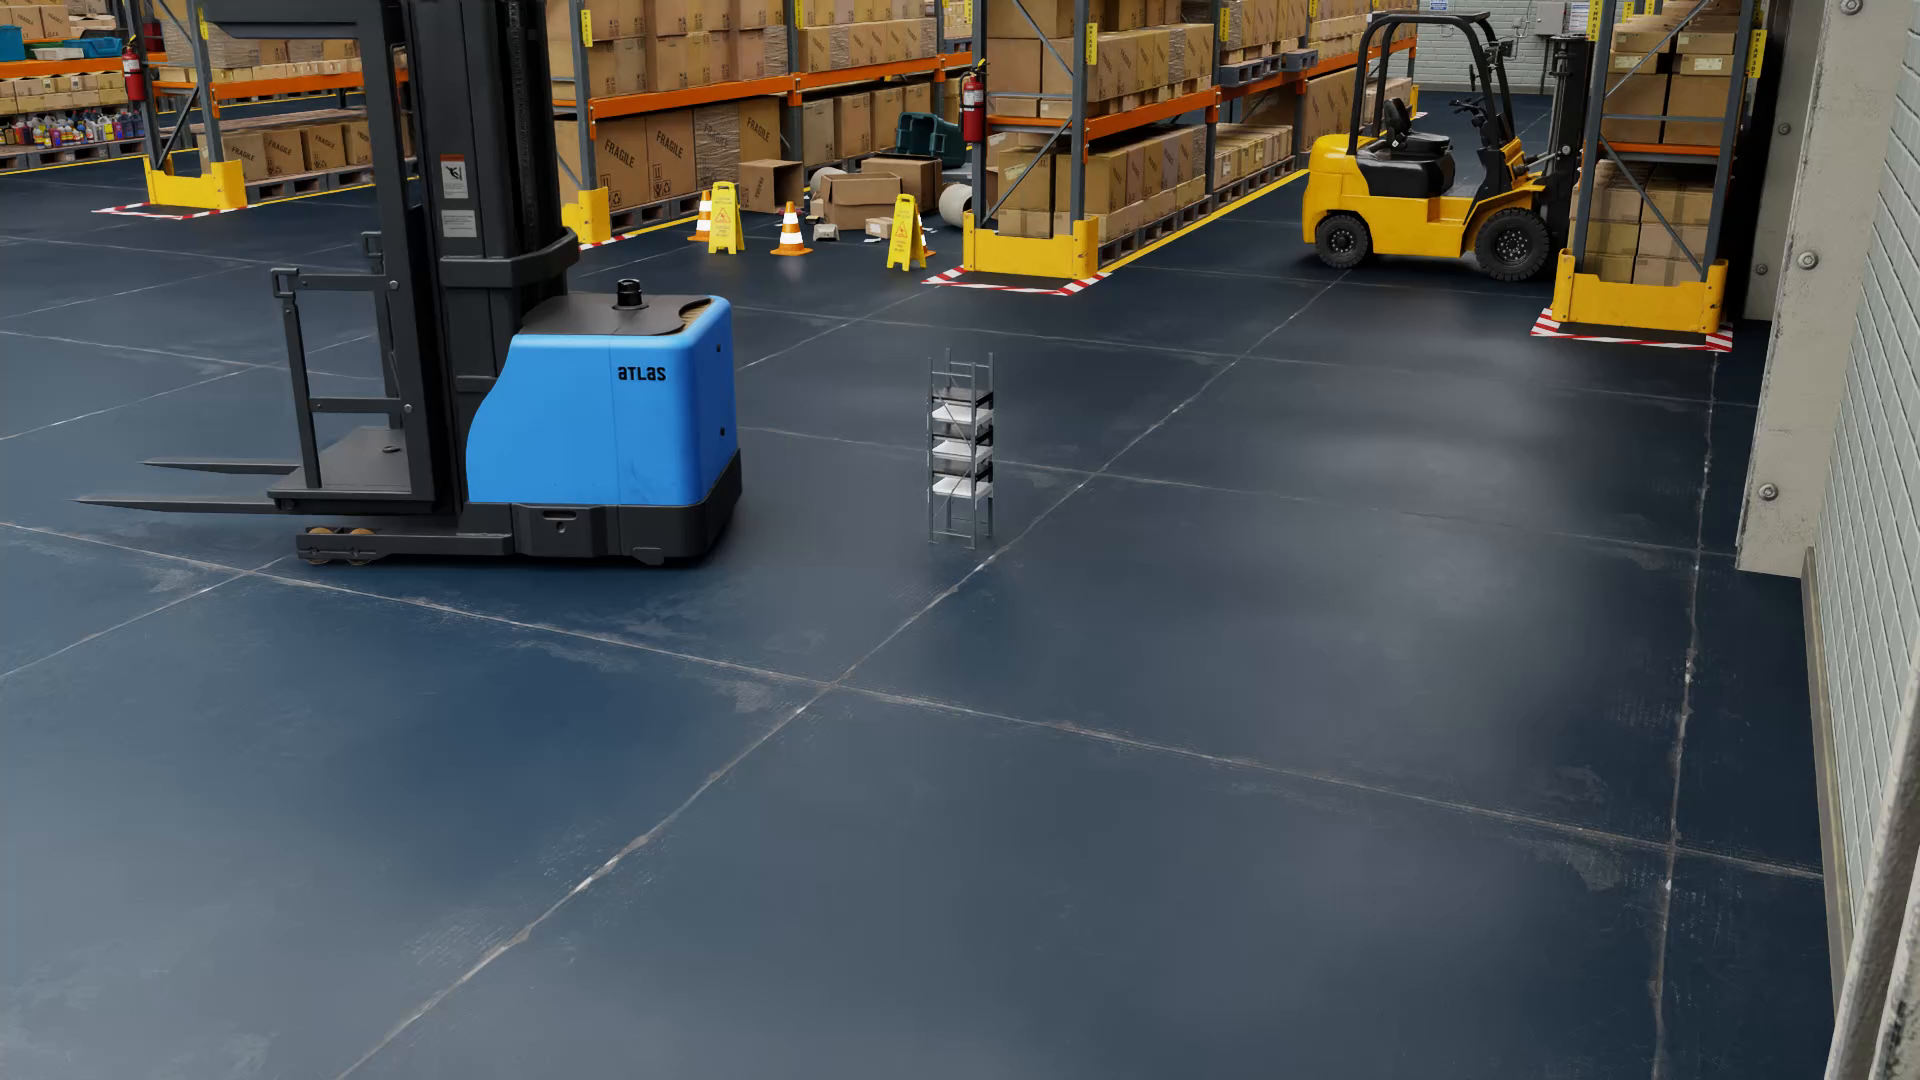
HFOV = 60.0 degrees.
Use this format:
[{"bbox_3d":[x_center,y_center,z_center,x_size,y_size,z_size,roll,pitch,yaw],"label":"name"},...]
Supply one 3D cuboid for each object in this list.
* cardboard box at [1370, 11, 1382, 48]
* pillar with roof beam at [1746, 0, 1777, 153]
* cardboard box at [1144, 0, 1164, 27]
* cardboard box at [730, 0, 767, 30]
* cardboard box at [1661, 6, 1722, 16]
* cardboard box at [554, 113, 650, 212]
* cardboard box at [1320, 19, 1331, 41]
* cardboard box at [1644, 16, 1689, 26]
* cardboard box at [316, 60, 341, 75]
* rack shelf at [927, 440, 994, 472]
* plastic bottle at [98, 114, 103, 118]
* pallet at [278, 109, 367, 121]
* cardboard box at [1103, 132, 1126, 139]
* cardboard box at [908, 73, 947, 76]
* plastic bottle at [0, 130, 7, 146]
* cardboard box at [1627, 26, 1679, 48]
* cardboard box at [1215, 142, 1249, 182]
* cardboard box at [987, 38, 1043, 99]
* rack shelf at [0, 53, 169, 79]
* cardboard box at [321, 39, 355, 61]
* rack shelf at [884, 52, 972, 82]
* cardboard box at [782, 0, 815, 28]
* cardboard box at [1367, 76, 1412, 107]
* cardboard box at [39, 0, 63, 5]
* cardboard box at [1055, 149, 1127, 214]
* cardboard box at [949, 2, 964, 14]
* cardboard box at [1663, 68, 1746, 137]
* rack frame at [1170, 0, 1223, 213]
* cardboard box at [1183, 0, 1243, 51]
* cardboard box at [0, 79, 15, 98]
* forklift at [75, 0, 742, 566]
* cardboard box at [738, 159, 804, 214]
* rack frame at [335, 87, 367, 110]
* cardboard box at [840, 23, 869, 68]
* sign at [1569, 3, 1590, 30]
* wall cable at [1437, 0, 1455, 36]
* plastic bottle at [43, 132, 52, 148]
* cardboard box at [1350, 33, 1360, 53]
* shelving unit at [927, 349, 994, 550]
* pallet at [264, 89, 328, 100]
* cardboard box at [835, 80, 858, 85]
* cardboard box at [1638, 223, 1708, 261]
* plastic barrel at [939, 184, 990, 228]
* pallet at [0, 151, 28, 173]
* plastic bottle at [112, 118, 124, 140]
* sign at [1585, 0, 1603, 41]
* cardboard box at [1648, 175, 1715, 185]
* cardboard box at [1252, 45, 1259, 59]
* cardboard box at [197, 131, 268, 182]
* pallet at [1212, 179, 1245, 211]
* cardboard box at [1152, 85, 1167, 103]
[{"bbox_3d":[5.926,-7.567,24.622,0.500,0.500,0.500,9,22,24],"label":"cardboard box"},{"bbox_3d":[7.205,-10.239,23.331,9.100,9.000,0.400,9,21,23],"label":"pillar with roof beam"},{"bbox_3d":[1.612,-5.368,16.500,0.700,0.500,0.500,9,21,23],"label":"cardboard box"},{"bbox_3d":[-2.640,-5.903,18.255,0.875,0.550,0.550,9,21,23],"label":"cardboard box"},{"bbox_3d":[8.887,-6.281,20.373,0.797,0.503,0.637,8,21,21],"label":"cardboard box"},{"bbox_3d":[-3.758,-3.806,16.738,0.875,0.875,0.875,9,21,23],"label":"cardboard box"},{"bbox_3d":[4.503,-6.634,21.623,0.500,0.250,0.500,9,22,24],"label":"cardboard box"},{"bbox_3d":[6.340,-4.629,14.946,0.380,0.149,0.250,9,21,24],"label":"cardboard box"},{"bbox_3d":[-7.423,-5.486,19.292,0.380,0.149,0.250,9,21,23],"label":"cardboard box"},{"bbox_3d":[0.003,-0.395,7.836,0.258,0.077,0.200,9,21,23],"label":"rack shelf"},{"bbox_3d":[-11.978,-5.791,23.183,0.152,0.276,0.135,9,22,25],"label":"plastic bottle"},{"bbox_3d":[-10.055,-6.684,26.449,1.003,0.211,1.213,9,21,23],"label":"pallet"},{"bbox_3d":[1.309,-3.756,16.411,0.500,0.500,0.500,10,22,26],"label":"cardboard box"},{"bbox_3d":[-0.462,-6.613,24.071,0.500,0.250,0.500,9,21,23],"label":"cardboard box"},{"bbox_3d":[-12.626,-5.294,21.899,0.097,0.201,0.097,0,20,0],"label":"plastic bottle"},{"bbox_3d":[5.391,-3.925,12.968,0.380,0.149,0.250,9,21,23],"label":"cardboard box"},{"bbox_3d":[2.723,-4.308,18.900,0.950,0.372,0.625,10,22,26],"label":"cardboard box"},{"bbox_3d":[0.552,-4.135,14.527,0.500,0.500,0.500,8,21,22],"label":"cardboard box"},{"bbox_3d":[-12.159,-6.056,21.595,1.077,0.370,4.000,9,21,23],"label":"rack shelf"},{"bbox_3d":[-7.654,-5.923,19.555,0.875,0.500,0.500,9,21,23],"label":"cardboard box"},{"bbox_3d":[0.119,-7.111,24.560,1.077,0.370,4.000,9,21,23],"label":"rack shelf"},{"bbox_3d":[-2.140,-6.286,19.527,0.700,0.500,0.500,8,21,22],"label":"cardboard box"},{"bbox_3d":[6.954,-7.411,27.527,0.875,0.438,0.875,8,21,21],"label":"cardboard box"},{"bbox_3d":[-17.675,-10.369,32.027,0.500,0.500,0.500,9,22,24],"label":"cardboard box"},{"bbox_3d":[1.173,-3.216,14.893,0.500,0.500,0.500,8,21,21],"label":"cardboard box"},{"bbox_3d":[-0.122,-7.470,23.356,0.380,0.149,0.250,8,21,22],"label":"cardboard box"},{"bbox_3d":[5.761,-3.387,12.868,0.500,0.500,0.500,9,22,24],"label":"cardboard box"},{"bbox_3d":[2.219,-4.967,17.459,1.000,3.000,0.127,9,21,23],"label":"rack frame"},{"bbox_3d":[2.673,-5.456,17.615,0.500,0.500,0.500,9,22,24],"label":"cardboard box"},{"bbox_3d":[-15.251,-7.098,26.092,0.500,0.311,0.500,8,21,22],"label":"cardboard box"},{"bbox_3d":[-2.641,-1.439,7.642,3.031,2.935,1.130,1,20,3],"label":"forklift"},{"bbox_3d":[-2.037,-3.824,17.971,0.500,0.500,0.500,13,23,32],"label":"cardboard box"},{"bbox_3d":[-9.702,-8.229,26.632,1.000,3.000,0.127,9,21,23],"label":"rack frame"},{"bbox_3d":[-1.464,-6.093,20.477,0.500,0.500,0.500,8,21,22],"label":"cardboard box"},{"bbox_3d":[11.813,-9.980,31.698,0.329,0.494,0.001,9,21,23],"label":"sign"},{"bbox_3d":[9.421,-10.856,32.455,0.585,1.953,0.123,9,21,23],"label":"wall cable"},{"bbox_3d":[-11.909,-5.216,21.678,0.097,0.201,0.097,0,20,0],"label":"plastic bottle"},{"bbox_3d":[5.332,-7.015,23.441,0.500,0.250,0.500,8,21,22],"label":"cardboard box"},{"bbox_3d":[0.003,-0.426,7.825,0.258,0.900,0.210,9,21,23],"label":"shelving unit"},{"bbox_3d":[-12.880,-8.565,31.738,1.003,0.211,1.213,9,21,23],"label":"pallet"},{"bbox_3d":[-2.469,-8.707,30.520,0.875,0.875,0.875,9,21,23],"label":"cardboard box"},{"bbox_3d":[5.493,-2.318,12.740,0.500,0.250,0.500,9,21,24],"label":"cardboard box"},{"bbox_3d":[0.046,-3.370,16.812,0.421,0.421,0.512,-9,22,-24],"label":"plastic barrel"},{"bbox_3d":[-12.652,-4.747,21.003,1.003,0.211,1.213,9,21,23],"label":"pallet"},{"bbox_3d":[-11.448,-5.583,22.589,0.061,0.283,0.133,10,22,26],"label":"plastic bottle"},{"bbox_3d":[4.622,-3.800,12.097,0.100,0.325,0.005,9,21,23],"label":"sign"},{"bbox_3d":[5.682,-2.712,13.103,0.500,0.250,0.500,9,21,23],"label":"cardboard box"},{"bbox_3d":[3.137,-5.493,18.686,0.380,0.149,0.250,9,21,23],"label":"cardboard box"},{"bbox_3d":[-8.189,-4.313,18.723,0.500,0.500,0.500,13,23,33],"label":"cardboard box"},{"bbox_3d":[2.537,-3.892,18.596,1.003,0.211,1.213,9,21,23],"label":"pallet"},{"bbox_3d":[1.749,-4.240,15.790,0.380,0.149,0.250,9,21,23],"label":"cardboard box"}]
